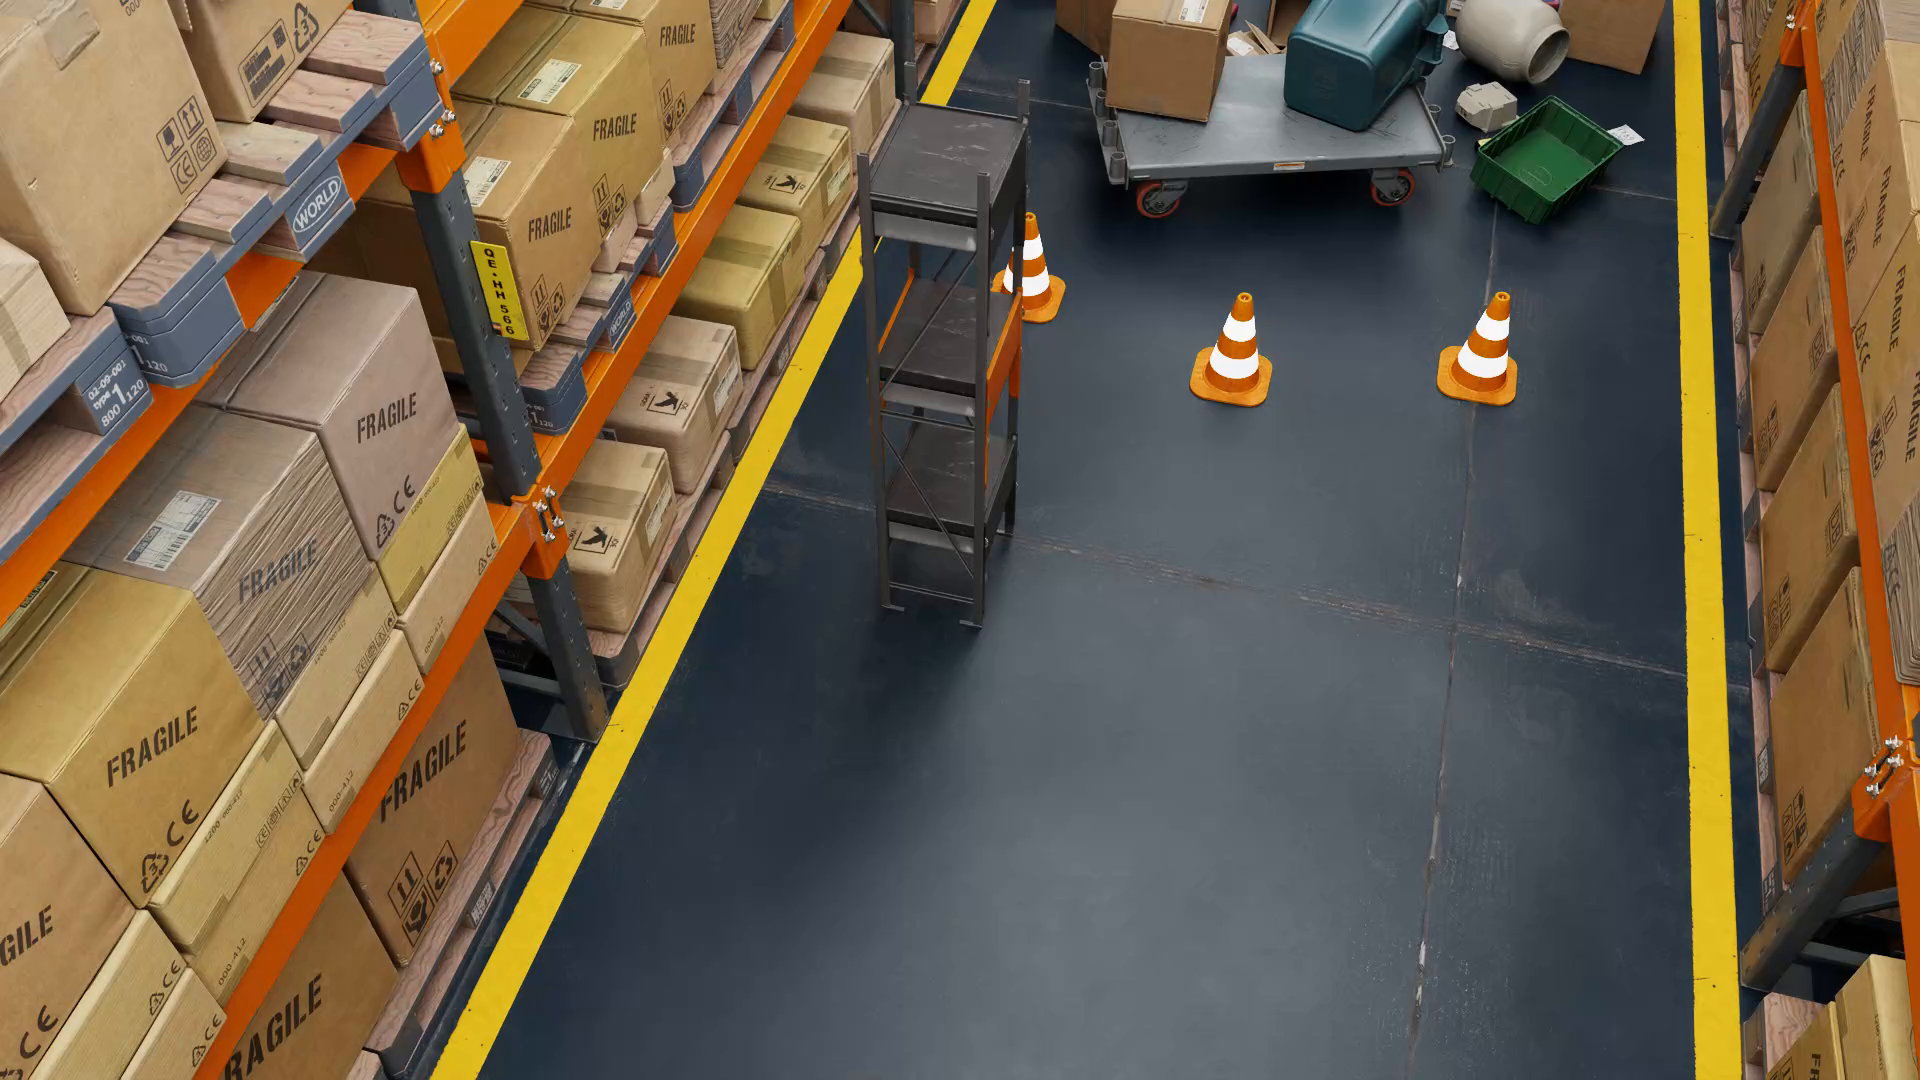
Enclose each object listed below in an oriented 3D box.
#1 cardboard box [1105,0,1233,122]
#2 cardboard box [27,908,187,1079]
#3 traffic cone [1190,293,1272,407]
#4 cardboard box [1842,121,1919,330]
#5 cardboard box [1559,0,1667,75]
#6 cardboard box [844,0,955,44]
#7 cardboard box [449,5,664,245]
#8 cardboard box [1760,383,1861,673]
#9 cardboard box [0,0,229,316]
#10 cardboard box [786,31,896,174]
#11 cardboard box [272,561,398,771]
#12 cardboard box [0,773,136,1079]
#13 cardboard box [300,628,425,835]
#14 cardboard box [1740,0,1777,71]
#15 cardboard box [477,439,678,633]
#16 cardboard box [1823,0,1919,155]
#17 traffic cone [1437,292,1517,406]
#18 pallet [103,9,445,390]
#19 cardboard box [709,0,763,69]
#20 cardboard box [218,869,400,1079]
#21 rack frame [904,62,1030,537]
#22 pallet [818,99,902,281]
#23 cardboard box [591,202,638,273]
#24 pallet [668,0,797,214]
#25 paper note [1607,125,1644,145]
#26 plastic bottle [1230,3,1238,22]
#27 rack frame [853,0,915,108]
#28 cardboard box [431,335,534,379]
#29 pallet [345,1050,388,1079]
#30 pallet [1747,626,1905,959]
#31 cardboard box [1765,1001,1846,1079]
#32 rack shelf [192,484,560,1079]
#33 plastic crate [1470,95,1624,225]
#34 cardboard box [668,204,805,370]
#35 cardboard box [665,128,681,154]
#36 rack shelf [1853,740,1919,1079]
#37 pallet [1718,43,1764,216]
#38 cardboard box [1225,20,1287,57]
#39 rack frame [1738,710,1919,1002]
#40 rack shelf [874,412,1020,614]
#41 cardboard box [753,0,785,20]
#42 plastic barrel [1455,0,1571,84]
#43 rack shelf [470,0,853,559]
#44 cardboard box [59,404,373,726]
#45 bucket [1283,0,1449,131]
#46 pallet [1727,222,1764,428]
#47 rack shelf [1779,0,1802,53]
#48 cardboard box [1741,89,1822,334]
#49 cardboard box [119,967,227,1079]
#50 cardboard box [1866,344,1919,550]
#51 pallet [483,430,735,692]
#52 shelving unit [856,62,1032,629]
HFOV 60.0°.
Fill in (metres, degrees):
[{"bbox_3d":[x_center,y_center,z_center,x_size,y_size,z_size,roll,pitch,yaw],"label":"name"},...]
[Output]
[{"bbox_3d":[1.002,-2.380,7.930,0.500,0.500,0.500,12,50,10],"label":"cardboard box"},{"bbox_3d":[-2.041,1.014,3.540,0.500,0.250,0.500,10,49,9],"label":"cardboard box"},{"bbox_3d":[1.189,-0.866,7.124,0.336,0.463,0.334,12,50,10],"label":"traffic cone"},{"bbox_3d":[3.280,-0.994,5.479,0.500,0.500,0.500,12,50,11],"label":"cardboard box"},{"bbox_3d":[3.497,-2.881,8.876,0.500,0.500,0.500,19,51,16],"label":"cardboard box"},{"bbox_3d":[-0.308,-2.888,8.771,0.500,0.250,0.500,10,49,8],"label":"cardboard box"},{"bbox_3d":[-1.304,-1.321,5.289,0.500,0.500,0.500,14,50,12],"label":"cardboard box"},{"bbox_3d":[3.500,0.061,5.835,1.050,0.750,0.750,12,50,11],"label":"cardboard box"},{"bbox_3d":[-1.854,-0.803,3.030,0.700,0.500,0.500,9,49,8],"label":"cardboard box"},{"bbox_3d":[-0.859,-2.175,8.061,0.950,0.372,0.625,12,50,11],"label":"cardboard box"},{"bbox_3d":[-1.790,0.264,4.202,0.500,0.250,0.500,10,49,9],"label":"cardboard box"},{"bbox_3d":[-2.064,0.765,3.260,0.500,0.500,0.500,11,49,9],"label":"cardboard box"},{"bbox_3d":[-1.778,0.447,4.374,0.500,0.250,0.500,12,50,11],"label":"cardboard box"},{"bbox_3d":[4.545,-2.912,8.375,0.875,0.875,0.875,12,50,10],"label":"cardboard box"},{"bbox_3d":[-1.618,-0.068,6.201,0.950,0.372,0.625,9,49,7],"label":"cardboard box"},{"bbox_3d":[3.548,-1.722,6.122,0.500,0.500,0.500,12,50,10],"label":"cardboard box"},{"bbox_3d":[2.269,-0.870,7.128,0.336,0.463,0.334,12,50,10],"label":"traffic cone"},{"bbox_3d":[-1.895,-0.846,3.540,1.213,0.211,1.003,14,50,12],"label":"pallet"},{"bbox_3d":[-1.032,-2.067,5.947,0.500,0.500,0.500,10,49,9],"label":"cardboard box"},{"bbox_3d":[-2.277,1.299,4.659,0.875,0.875,0.875,12,50,10],"label":"cardboard box"},{"bbox_3d":[0.021,-0.752,5.932,0.400,2.100,0.015,12,50,10],"label":"rack frame"},{"bbox_3d":[-0.927,-1.799,8.116,1.003,0.211,1.213,12,50,10],"label":"pallet"},{"bbox_3d":[-1.288,-1.033,5.468,0.380,0.149,0.250,9,49,8],"label":"cardboard box"},{"bbox_3d":[-1.295,-1.769,6.357,1.003,0.211,1.213,12,50,10],"label":"pallet"},{"bbox_3d":[3.382,-2.065,8.470,0.147,0.020,0.142,-19,51,-16],"label":"paper note"},{"bbox_3d":[1.425,-2.877,9.167,0.133,0.061,0.283,19,51,16],"label":"plastic bottle"},{"bbox_3d":[-0.723,-3.286,7.568,1.000,3.000,0.127,12,50,10],"label":"rack frame"},{"bbox_3d":[-1.511,-0.647,5.126,0.380,0.149,0.250,9,49,8],"label":"cardboard box"},{"bbox_3d":[-2.380,1.965,4.793,1.003,0.211,1.213,12,50,10],"label":"pallet"},{"bbox_3d":[3.306,0.879,5.753,1.003,0.211,1.213,12,50,10],"label":"pallet"},{"bbox_3d":[2.594,1.661,4.589,0.500,0.500,0.500,10,49,8],"label":"cardboard box"},{"bbox_3d":[-2.303,1.292,4.007,1.077,0.370,4.000,12,50,10],"label":"rack shelf"},{"bbox_3d":[2.861,-1.855,8.142,0.662,0.188,0.450,-37,68,-28],"label":"plastic crate"},{"bbox_3d":[-1.226,-1.151,7.157,0.950,0.372,0.625,13,50,11],"label":"cardboard box"},{"bbox_3d":[-1.208,-1.418,5.807,0.380,0.149,0.250,14,50,12],"label":"cardboard box"},{"bbox_3d":[2.499,2.196,3.210,1.077,0.370,4.000,12,50,10],"label":"rack shelf"},{"bbox_3d":[4.354,-1.994,8.288,1.003,0.211,1.213,12,50,10],"label":"pallet"},{"bbox_3d":[1.562,-2.547,8.739,0.258,0.266,0.396,-19,51,-16],"label":"cardboard box"},{"bbox_3d":[3.026,0.511,4.217,1.000,3.000,0.127,12,50,10],"label":"rack frame"},{"bbox_3d":[-0.044,-0.103,6.311,0.431,0.518,0.480,12,50,10],"label":"rack shelf"},{"bbox_3d":[-0.875,-2.180,6.479,0.380,0.149,0.250,12,50,10],"label":"cardboard box"},{"bbox_3d":[2.897,-2.653,8.728,0.421,0.421,0.512,-27,54,-22],"label":"plastic barrel"},{"bbox_3d":[-1.250,-1.601,6.561,1.077,0.370,4.000,12,50,10],"label":"rack shelf"},{"bbox_3d":[-1.787,0.042,3.898,0.500,0.500,0.500,12,50,11],"label":"cardboard box"},{"bbox_3d":[1.890,-2.355,7.916,0.726,0.611,0.620,28,64,22],"label":"bucket"},{"bbox_3d":[3.948,-0.886,7.310,1.003,0.211,1.213,12,50,10],"label":"pallet"},{"bbox_3d":[4.605,-3.591,8.317,1.077,0.370,4.000,12,50,10],"label":"rack shelf"},{"bbox_3d":[4.002,-1.310,7.045,1.050,0.750,0.750,11,50,10],"label":"cardboard box"},{"bbox_3d":[-2.033,1.182,3.725,0.500,0.250,0.500,11,49,9],"label":"cardboard box"},{"bbox_3d":[3.018,-0.261,4.832,0.500,0.500,0.500,12,50,10],"label":"cardboard box"},{"bbox_3d":[-1.569,-0.035,6.559,1.003,0.211,1.213,12,50,10],"label":"pallet"},{"bbox_3d":[-0.044,-0.575,5.776,0.431,2.100,0.503,12,50,10],"label":"shelving unit"}]
